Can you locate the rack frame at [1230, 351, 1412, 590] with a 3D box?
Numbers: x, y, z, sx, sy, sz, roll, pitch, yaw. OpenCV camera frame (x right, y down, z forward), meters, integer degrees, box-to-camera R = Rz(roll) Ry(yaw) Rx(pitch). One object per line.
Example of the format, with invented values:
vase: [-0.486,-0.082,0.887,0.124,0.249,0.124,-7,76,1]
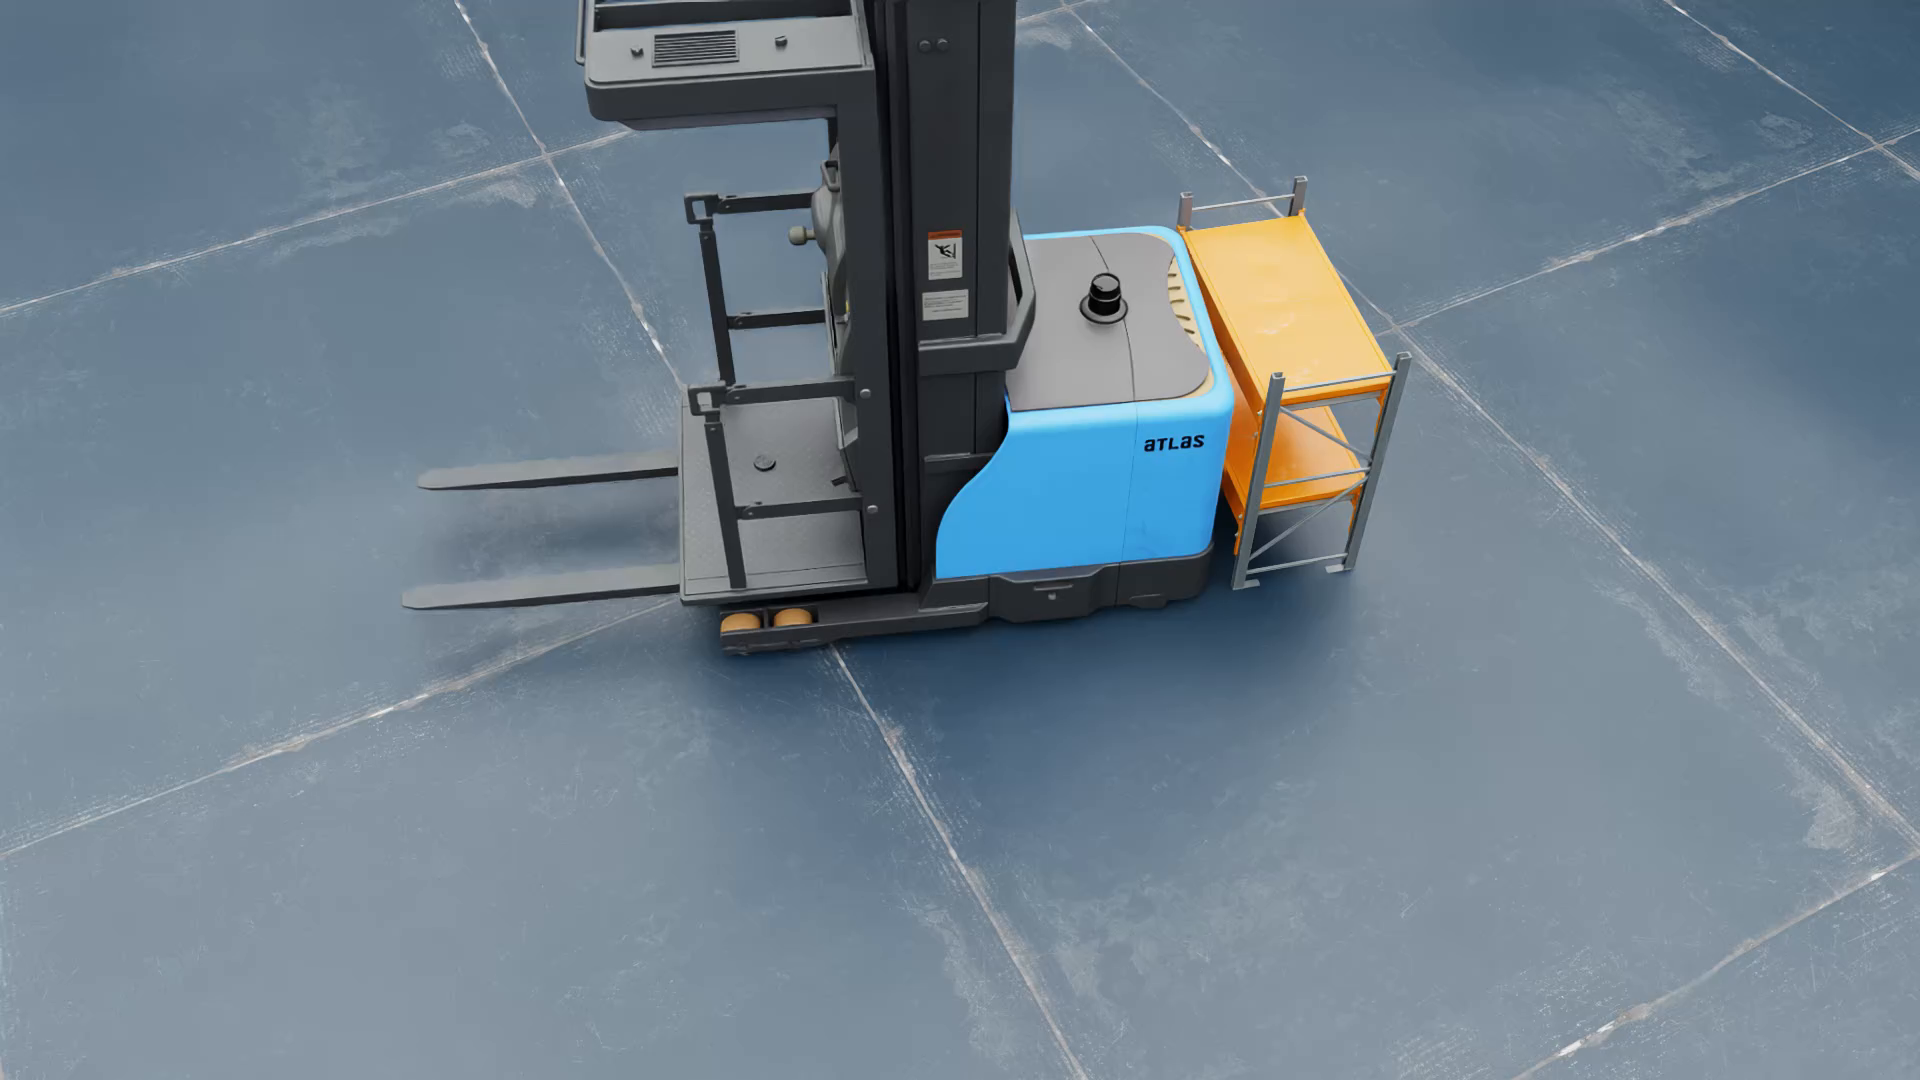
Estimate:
rack frame: [1.303,-0.226,6.093,0.500,1.125,0.032,-10,50,-8]

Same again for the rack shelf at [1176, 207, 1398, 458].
rack shelf: [1.192,-0.792,6.200,0.538,0.278,1.000,-10,50,-8]

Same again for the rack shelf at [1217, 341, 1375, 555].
rack shelf: [1.192,-0.439,6.604,0.538,0.278,1.000,-10,50,-8]

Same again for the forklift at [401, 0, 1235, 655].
forklift: [-0.598,-0.959,5.534,3.031,2.935,1.130,-5,49,-5]

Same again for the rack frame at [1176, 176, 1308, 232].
rack frame: [1.082,-0.973,6.747,0.500,1.125,0.032,-10,50,-8]

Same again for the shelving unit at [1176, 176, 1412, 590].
shelving unit: [1.192,-0.600,6.420,0.538,1.125,1.048,-10,50,-8]
